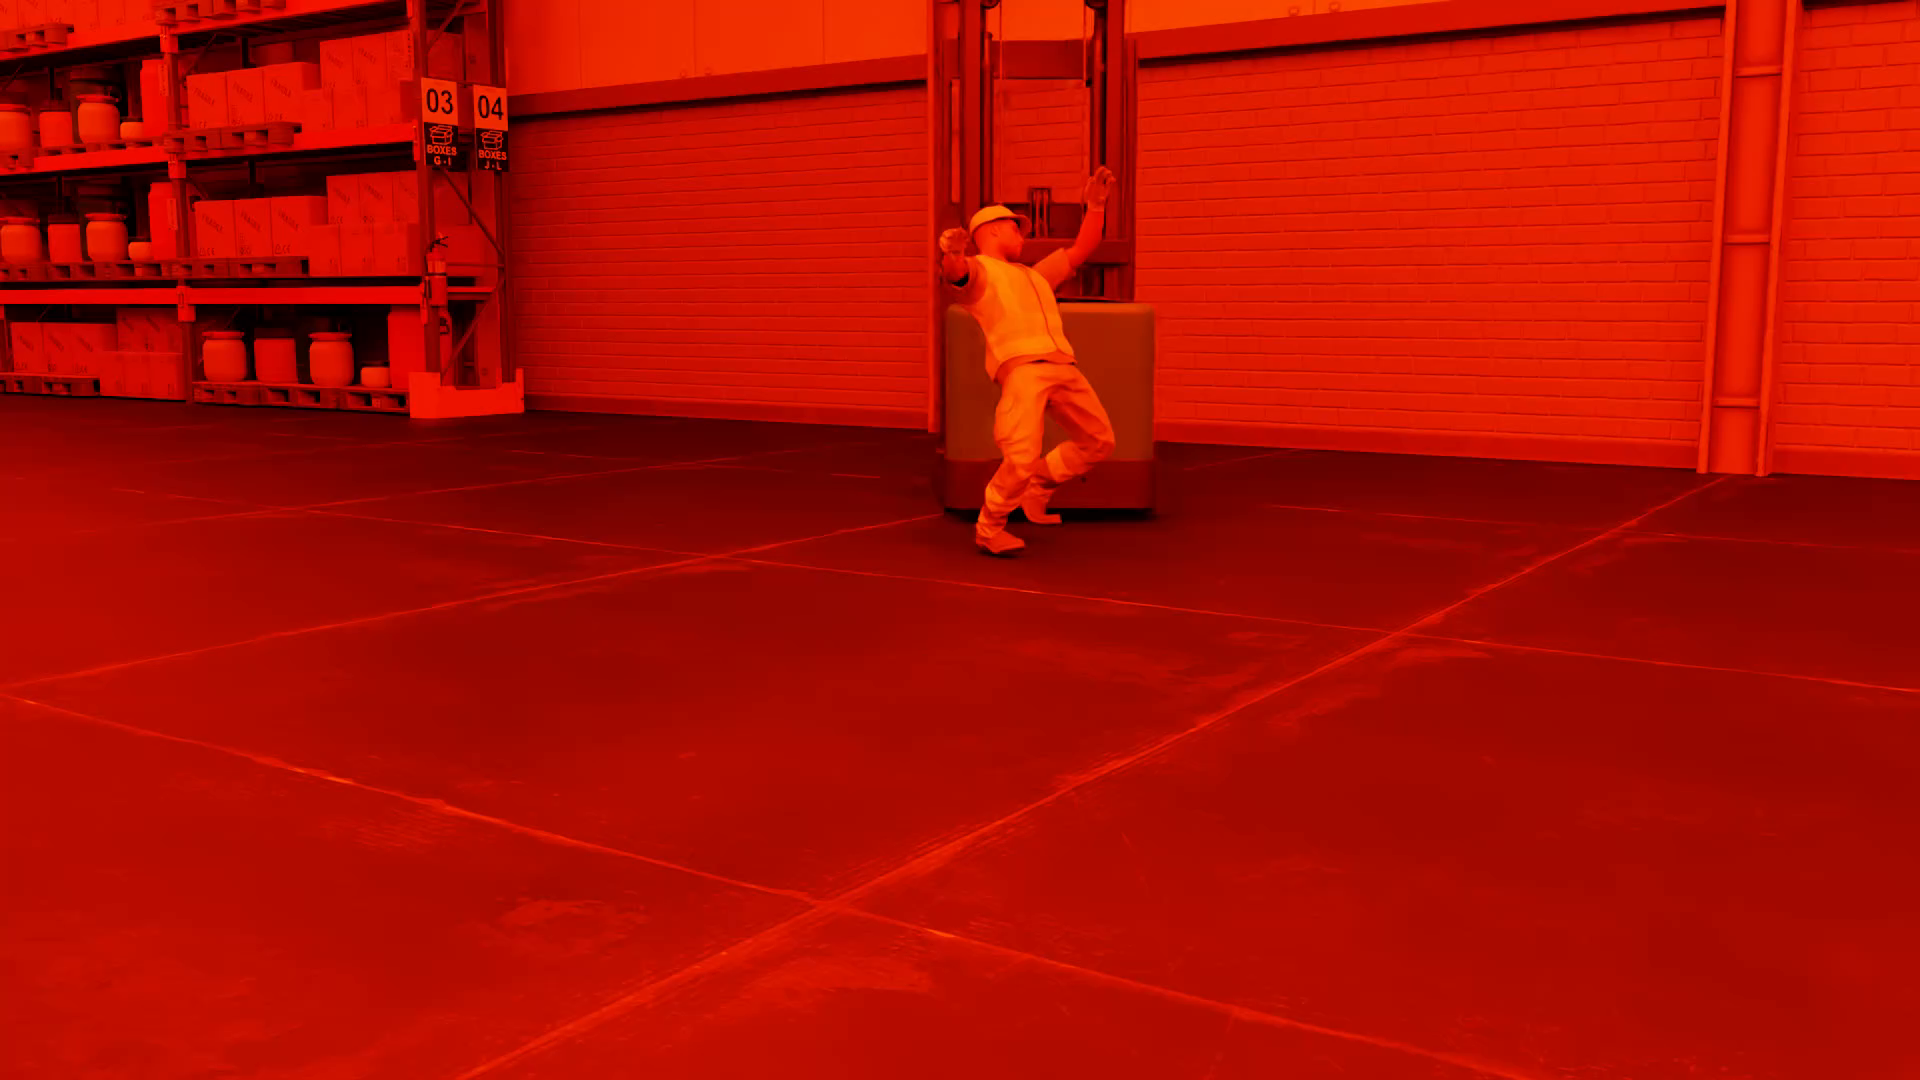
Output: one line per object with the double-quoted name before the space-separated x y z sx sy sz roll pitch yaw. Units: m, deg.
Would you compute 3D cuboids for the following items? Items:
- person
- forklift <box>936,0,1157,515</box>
"person" 0.143 -0.755 7.028 0.697 1.625 1.073 6 10 38
"forklift" 0.424 -1.747 9.477 1.130 2.935 3.031 0 8 -1
